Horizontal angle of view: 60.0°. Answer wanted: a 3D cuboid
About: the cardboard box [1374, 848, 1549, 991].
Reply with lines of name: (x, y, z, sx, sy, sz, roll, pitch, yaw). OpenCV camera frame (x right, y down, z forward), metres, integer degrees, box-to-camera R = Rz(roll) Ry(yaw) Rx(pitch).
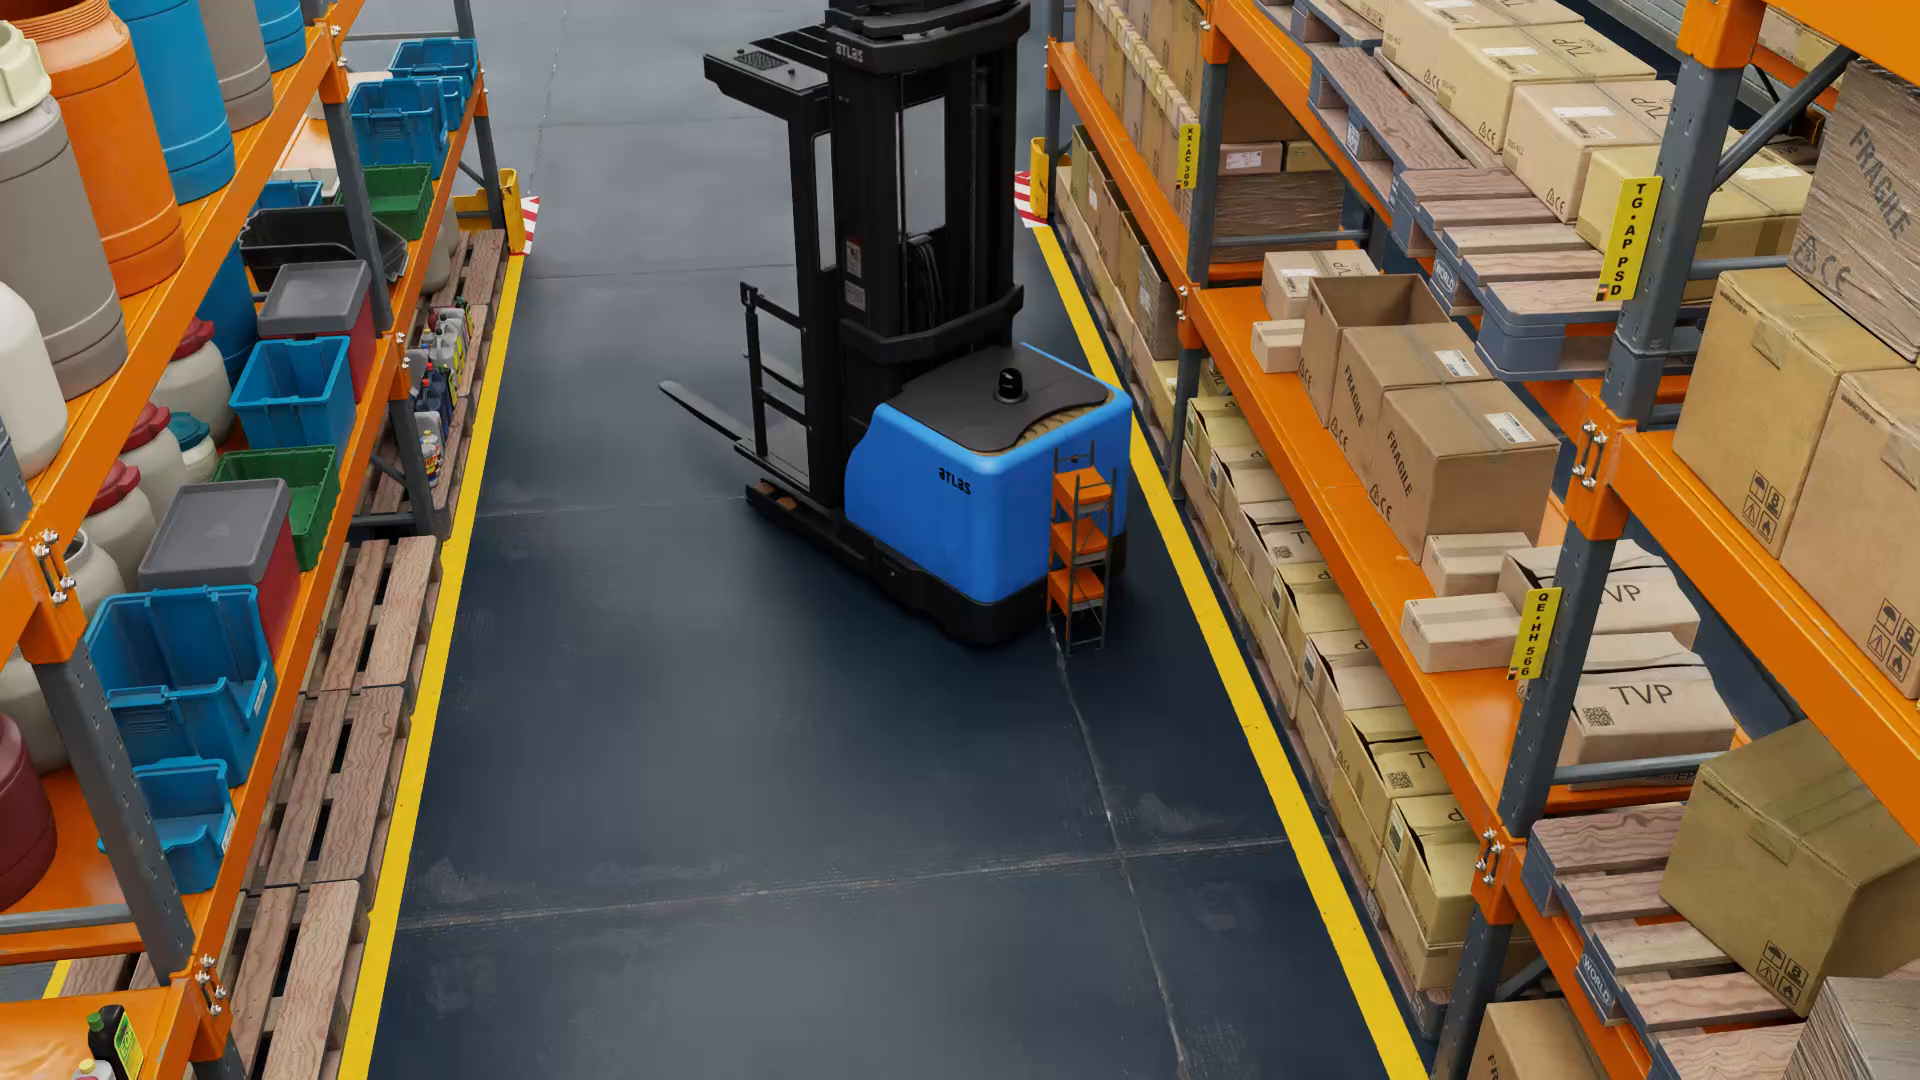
cardboard box: (1.890, 1.395, 6.237, 0.500, 0.250, 0.500, -4, 34, -5)

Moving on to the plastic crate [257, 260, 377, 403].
plastic crate: (-2.877, -0.931, 7.524, 0.402, 0.464, 0.583, -4, 35, -6)

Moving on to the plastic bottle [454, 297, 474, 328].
plastic bottle: (-3.101, -1.417, 10.389, 0.097, 0.201, 0.097, 0, 34, 0)

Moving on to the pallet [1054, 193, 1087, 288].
pallet: (1.270, -2.181, 11.891, 1.003, 0.211, 1.213, -4, 35, -6)

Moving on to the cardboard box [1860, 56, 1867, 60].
cardboard box: (6.002, -3.248, 10.431, 0.500, 0.500, 0.500, -3, 34, -5)

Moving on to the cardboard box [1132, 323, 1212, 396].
cardboard box: (1.328, -1.084, 9.874, 0.500, 0.250, 0.500, -4, 35, -6)

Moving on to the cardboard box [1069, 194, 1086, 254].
cardboard box: (1.049, -2.199, 11.511, 0.500, 0.250, 0.500, -4, 35, -6)

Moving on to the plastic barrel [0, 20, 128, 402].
plastic barrel: (-2.602, -0.841, 4.340, 0.600, 0.901, 0.600, 0, 34, 0)

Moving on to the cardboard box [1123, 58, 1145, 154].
cardboard box: (1.387, -2.673, 10.048, 0.700, 0.500, 0.500, -3, 34, -5)

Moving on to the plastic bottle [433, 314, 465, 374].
plastic bottle: (-3.050, -1.167, 9.889, 0.144, 0.351, 0.185, -3, 34, -4)

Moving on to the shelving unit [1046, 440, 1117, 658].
shelving unit: (0.567, 0.054, 7.862, 0.215, 1.050, 0.252, -12, 37, -17)

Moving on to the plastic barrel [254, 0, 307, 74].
plastic barrel: (-2.961, -2.331, 6.527, 0.600, 0.901, 0.708, -4, 35, -6)

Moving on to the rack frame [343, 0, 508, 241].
rack frame: (-3.783, -3.384, 11.180, 1.000, 3.000, 0.127, -4, 35, -6)

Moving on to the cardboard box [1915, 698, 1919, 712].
cardboard box: (2.433, 0.242, 3.107, 0.910, 0.500, 0.500, -4, 35, -6)

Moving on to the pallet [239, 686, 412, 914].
pallet: (-2.933, 1.118, 7.050, 1.003, 0.211, 1.213, -4, 35, -6)

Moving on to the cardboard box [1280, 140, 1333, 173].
cardboard box: (1.820, -1.999, 8.483, 0.380, 0.149, 0.250, -4, 35, -6)

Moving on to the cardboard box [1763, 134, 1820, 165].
cardboard box: (6.038, -2.812, 12.338, 0.500, 0.311, 0.500, -8, 35, -12)

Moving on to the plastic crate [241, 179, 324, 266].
plastic crate: (-3.663, -1.687, 8.823, 0.499, 0.251, 0.616, -4, 35, -6)

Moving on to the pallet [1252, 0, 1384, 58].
pallet: (1.795, -2.194, 6.941, 0.805, 0.209, 1.217, -6, 35, -8)

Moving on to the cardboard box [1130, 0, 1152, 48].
cardboard box: (1.395, -3.189, 9.654, 0.700, 0.500, 0.500, -4, 35, -6)

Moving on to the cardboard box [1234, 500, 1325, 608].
cardboard box: (1.606, 0.024, 7.750, 0.500, 0.311, 0.500, -5, 35, -8)

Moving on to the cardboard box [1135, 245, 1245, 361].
cardboard box: (1.329, -1.394, 9.663, 0.500, 0.500, 0.500, -4, 35, -6)

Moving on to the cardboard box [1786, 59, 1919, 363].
cardboard box: (2.254, -0.743, 3.664, 0.500, 0.500, 0.500, -4, 35, -6)

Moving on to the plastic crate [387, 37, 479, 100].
plastic crate: (-3.419, -3.066, 10.845, 0.499, 0.251, 0.616, -4, 35, -6)

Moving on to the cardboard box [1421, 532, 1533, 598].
cardboard box: (1.975, 0.104, 6.286, 0.380, 0.149, 0.250, -2, 34, -3)

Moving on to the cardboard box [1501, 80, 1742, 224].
cardboard box: (1.997, -1.184, 5.049, 0.500, 0.250, 0.500, -3, 34, -5)

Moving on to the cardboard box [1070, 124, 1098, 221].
cardboard box: (1.047, -2.509, 11.299, 0.500, 0.500, 0.500, -4, 35, -6)

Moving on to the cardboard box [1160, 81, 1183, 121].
cardboard box: (1.310, -2.400, 9.072, 0.380, 0.149, 0.250, -4, 35, -6)

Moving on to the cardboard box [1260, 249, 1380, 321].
cardboard box: (1.774, -1.191, 8.096, 0.500, 0.250, 0.500, -2, 34, -3)

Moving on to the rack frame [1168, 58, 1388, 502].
rack frame: (1.664, -1.525, 8.452, 1.000, 3.000, 0.127, -4, 35, -6)

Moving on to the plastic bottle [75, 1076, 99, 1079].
plastic bottle: (-2.199, 1.451, 4.189, 0.061, 0.283, 0.133, -4, 35, -6)

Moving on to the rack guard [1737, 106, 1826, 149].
rack guard: (6.044, -3.059, 12.923, 1.175, 0.500, 0.348, -4, 35, -6)

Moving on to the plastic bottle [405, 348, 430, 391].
plastic bottle: (-3.168, -1.007, 9.721, 0.152, 0.276, 0.135, -4, 35, -6)

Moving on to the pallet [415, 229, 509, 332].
pallet: (-3.622, -1.739, 11.243, 1.003, 0.211, 1.213, -4, 35, -6)

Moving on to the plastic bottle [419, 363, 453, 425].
plastic bottle: (-2.968, -0.826, 9.388, 0.144, 0.351, 0.185, -6, 35, -8)

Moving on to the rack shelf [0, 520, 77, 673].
rack shelf: (-2.438, 1.254, 2.350, 1.077, 0.370, 4.000, -4, 35, -6)

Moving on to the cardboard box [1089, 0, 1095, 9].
cardboard box: (1.036, -3.544, 10.751, 0.380, 0.149, 0.250, -4, 35, -6)

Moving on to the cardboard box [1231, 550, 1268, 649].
cardboard box: (1.613, 0.256, 7.908, 0.500, 0.250, 0.500, -5, 35, -8)

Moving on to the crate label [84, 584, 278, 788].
crate label: (-2.573, 0.491, 5.463, 0.502, 0.435, 0.616, -4, 35, -6)

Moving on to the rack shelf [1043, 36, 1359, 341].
rack shelf: (1.395, -2.343, 10.292, 1.077, 0.370, 4.000, -4, 35, -6)

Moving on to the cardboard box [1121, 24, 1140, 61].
cardboard box: (1.171, -2.973, 9.913, 0.380, 0.149, 0.250, -4, 34, -6)

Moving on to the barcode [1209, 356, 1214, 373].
barcode: (1.286, -0.896, 8.507, 0.001, 0.075, 0.075, -4, 35, -6)

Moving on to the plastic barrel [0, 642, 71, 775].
plastic barrel: (-3.057, 0.477, 5.416, 0.421, 0.512, 0.421, 0, 34, 0)

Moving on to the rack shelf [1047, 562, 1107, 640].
rack shelf: (0.565, 0.289, 8.029, 0.215, 0.259, 0.240, -12, 37, -17)

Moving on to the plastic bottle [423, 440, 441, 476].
plastic bottle: (-2.867, -0.445, 8.962, 0.097, 0.201, 0.097, 0, 34, 0)

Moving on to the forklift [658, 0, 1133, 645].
forklift: (-0.516, -1.450, 8.403, 1.130, 2.935, 3.031, -27, 43, -34)

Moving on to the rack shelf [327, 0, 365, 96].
rack shelf: (-3.514, -3.210, 8.900, 1.077, 0.370, 4.000, -4, 35, -6)

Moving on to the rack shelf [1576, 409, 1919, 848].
rack shelf: (2.471, 0.881, 2.897, 1.077, 0.370, 4.000, -4, 35, -6)

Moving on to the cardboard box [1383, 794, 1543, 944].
cardboard box: (1.887, 1.165, 6.076, 0.500, 0.311, 0.500, -3, 34, -5)

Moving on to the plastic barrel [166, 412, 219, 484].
plastic barrel: (-3.219, -0.344, 6.843, 0.301, 0.262, 0.301, 0, 34, 0)
